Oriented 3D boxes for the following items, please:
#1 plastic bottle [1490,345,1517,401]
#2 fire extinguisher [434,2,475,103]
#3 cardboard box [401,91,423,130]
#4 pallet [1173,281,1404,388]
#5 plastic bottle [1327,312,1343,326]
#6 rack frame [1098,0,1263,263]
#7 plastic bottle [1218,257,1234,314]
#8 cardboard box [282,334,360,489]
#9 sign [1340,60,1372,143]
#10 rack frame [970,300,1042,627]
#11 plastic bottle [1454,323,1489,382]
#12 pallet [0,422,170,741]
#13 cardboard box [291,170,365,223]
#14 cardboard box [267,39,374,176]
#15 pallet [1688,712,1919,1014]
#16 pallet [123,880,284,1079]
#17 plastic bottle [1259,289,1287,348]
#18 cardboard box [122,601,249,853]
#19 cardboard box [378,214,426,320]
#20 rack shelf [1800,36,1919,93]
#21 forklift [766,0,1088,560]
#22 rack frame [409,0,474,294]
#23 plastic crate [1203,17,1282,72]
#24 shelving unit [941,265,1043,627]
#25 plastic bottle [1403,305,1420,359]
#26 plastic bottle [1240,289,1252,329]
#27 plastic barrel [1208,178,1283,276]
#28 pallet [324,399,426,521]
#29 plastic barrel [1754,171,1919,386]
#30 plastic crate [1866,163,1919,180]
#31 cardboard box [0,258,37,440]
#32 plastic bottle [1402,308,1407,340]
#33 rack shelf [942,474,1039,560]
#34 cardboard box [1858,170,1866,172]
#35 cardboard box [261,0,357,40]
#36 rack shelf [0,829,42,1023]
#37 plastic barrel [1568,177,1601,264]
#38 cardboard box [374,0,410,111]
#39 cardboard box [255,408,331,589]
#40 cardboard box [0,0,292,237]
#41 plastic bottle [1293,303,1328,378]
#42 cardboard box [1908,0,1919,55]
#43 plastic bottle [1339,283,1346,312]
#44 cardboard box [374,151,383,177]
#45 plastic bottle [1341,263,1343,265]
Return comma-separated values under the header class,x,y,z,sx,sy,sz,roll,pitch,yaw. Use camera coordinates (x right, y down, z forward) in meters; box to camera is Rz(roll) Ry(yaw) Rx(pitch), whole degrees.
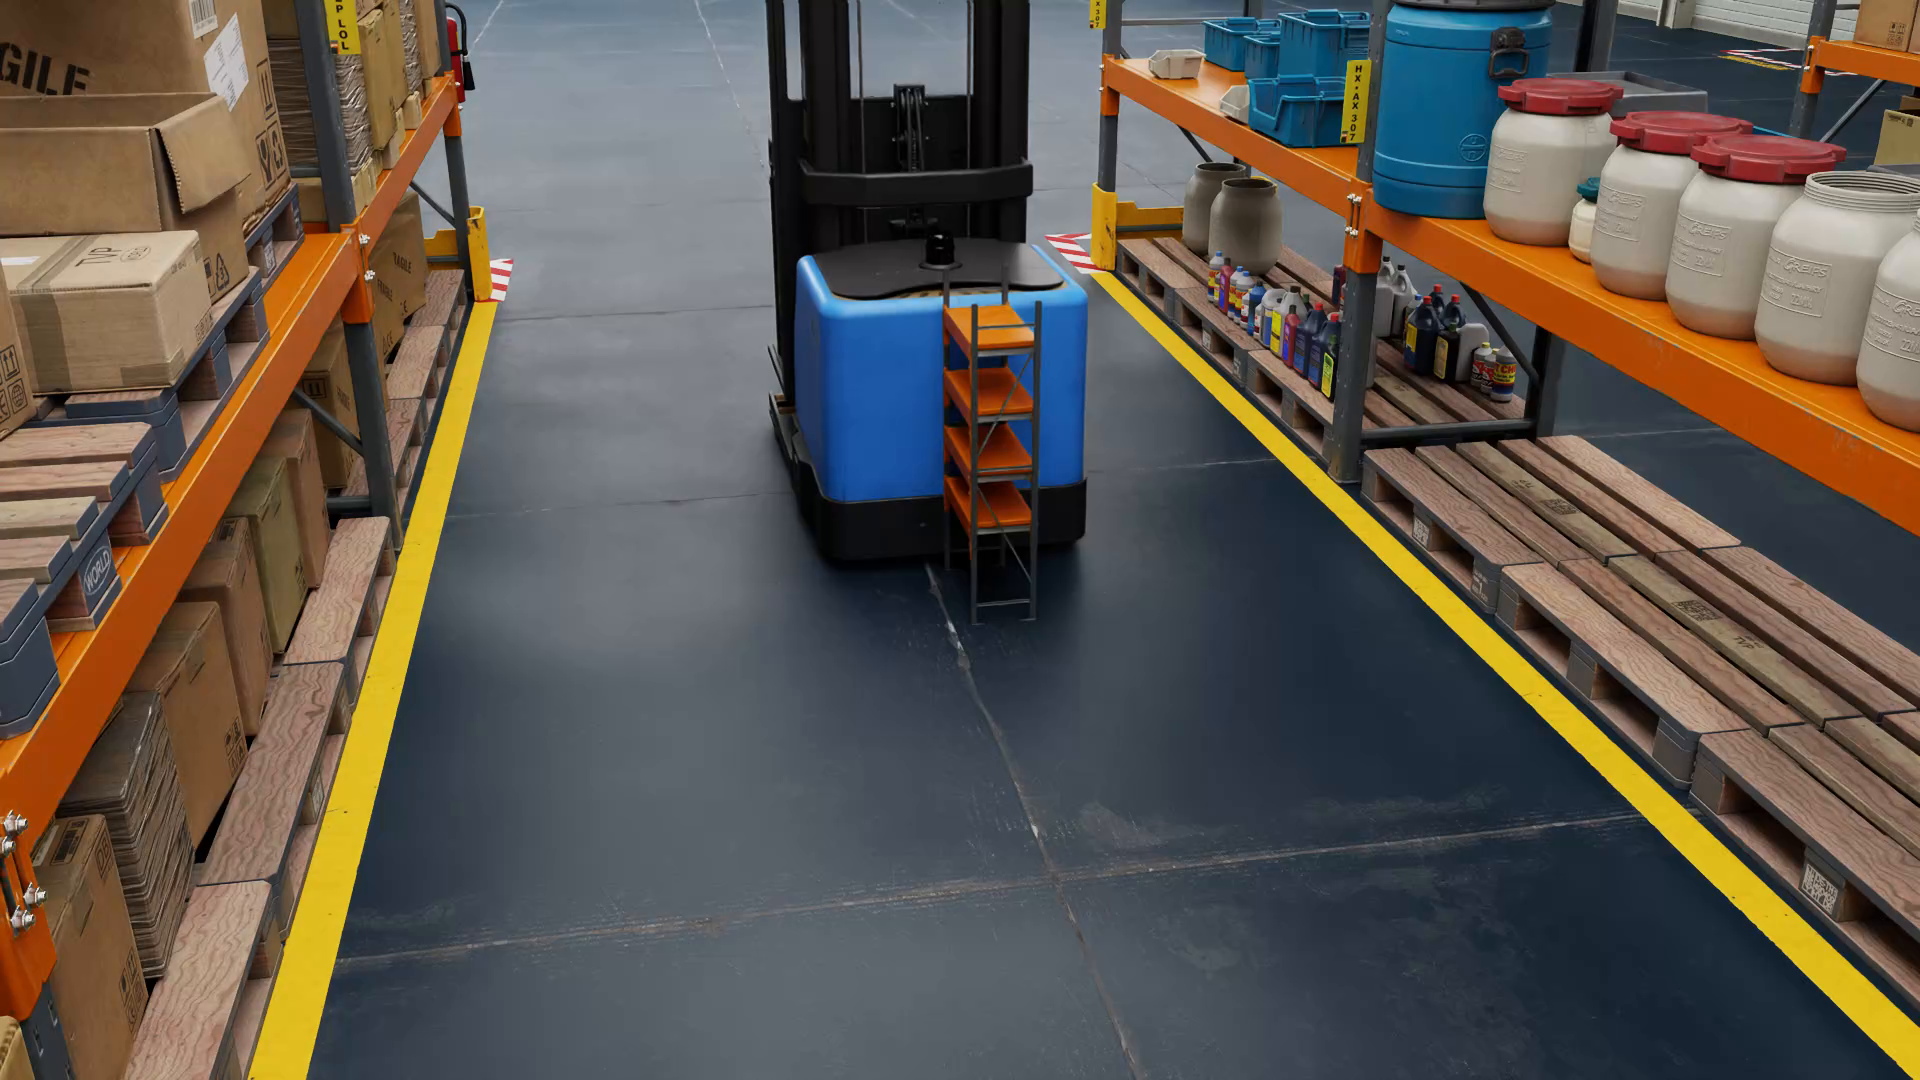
class,x,y,z,sx,sy,sz,roll,pitch,yaw
plastic bottle,2.509,-0.783,7.654,0.097,0.271,0.097,0,24,0
fire extinguisher,-3.039,-2.924,9.795,0.296,0.674,0.183,-4,24,-10
cardboard box,-2.834,-2.087,8.094,0.380,0.149,0.250,-4,24,-10
pallet,1.825,-1.144,9.106,1.003,0.211,1.213,-4,24,-10
plastic bottle,1.840,-0.956,8.044,0.152,0.276,0.135,-4,24,-10
rack frame,1.397,-3.247,10.437,1.000,3.000,0.127,-4,24,-10
plastic bottle,1.450,-1.377,9.000,0.061,0.283,0.133,-4,24,-9
cardboard box,-2.765,-0.515,6.779,0.500,0.500,0.500,-5,24,-11
sign,1.594,-1.764,6.696,0.100,0.325,0.005,-4,24,-10
rack frame,0.157,-0.247,5.815,0.240,1.200,0.015,-5,24,-11
plastic bottle,2.422,-0.910,7.940,0.152,0.276,0.135,-3,24,-8
pallet,-2.227,0.081,3.055,1.213,0.211,1.003,-4,24,-10
cardboard box,-2.475,-1.299,6.291,0.380,0.149,0.250,-4,24,-10
cardboard box,-2.753,-1.671,6.332,0.875,0.500,0.500,-4,24,-10
pallet,2.772,0.870,4.495,1.003,0.211,1.213,-4,24,-10
pallet,-2.134,1.236,3.655,1.003,0.211,1.213,-4,24,-10
plastic bottle,1.613,-1.126,8.434,0.152,0.276,0.135,-4,24,-9
cardboard box,-2.361,0.508,4.412,0.700,0.500,0.500,-2,24,-5
cardboard box,-3.227,-1.448,8.917,0.500,0.500,0.500,2,24,4
rack shelf,6.636,-2.496,9.616,1.077,0.370,4.000,-4,24,-10
forklift,-0.303,-1.827,7.270,1.130,2.935,3.031,-5,24,-11
rack frame,-3.470,-2.881,9.598,1.000,3.000,0.127,-4,24,-10
plastic crate,1.784,-3.004,10.067,0.499,0.251,0.616,-4,24,-10
shelving unit,0.107,-0.342,6.034,0.258,1.200,0.503,-5,24,-11
plastic bottle,2.250,-1.022,8.200,0.097,0.271,0.097,0,24,0
plastic bottle,1.527,-1.217,8.736,0.097,0.201,0.097,0,24,0
plastic barrel,1.687,-1.849,9.820,0.421,0.512,0.421,0,24,0
pallet,-2.889,-0.291,7.153,1.003,0.211,1.213,-4,24,-10
plastic barrel,2.399,-0.706,4.480,0.421,0.512,0.421,0,24,0
plastic crate,2.879,-0.788,4.727,0.402,0.464,0.583,-4,24,-10
cardboard box,-2.332,-0.394,3.255,0.700,0.500,0.500,-1,24,-2
plastic bottle,2.331,-1.129,8.533,0.097,0.201,0.097,0,24,0
rack shelf,0.107,-0.099,6.141,0.258,0.148,0.480,-5,24,-11
cardboard box,6.146,-2.317,11.219,0.500,0.250,0.500,-4,24,-10
cardboard box,-2.564,-2.144,6.164,0.500,0.500,0.500,-4,24,-10
rack shelf,-1.621,1.382,0.736,1.077,0.370,4.000,-4,24,-10
plastic barrel,2.231,-1.079,5.645,0.301,0.262,0.301,0,24,0
cardboard box,-3.054,-2.259,7.679,0.875,0.500,0.500,-4,24,-10
cardboard box,-2.638,-0.120,5.851,0.700,0.500,0.500,-6,24,-14
cardboard box,-2.721,-1.452,5.052,1.000,1.000,1.000,-4,24,-9
plastic bottle,1.699,-0.969,7.981,0.144,0.351,0.185,-6,24,-12
cardboard box,6.442,-3.267,10.359,0.700,0.500,0.500,-4,24,-8
plastic bottle,2.094,-1.304,8.935,0.097,0.201,0.097,0,24,0
cardboard box,-2.637,-1.592,6.962,0.380,0.149,0.250,-4,24,-10
plastic bottle,2.168,-1.477,9.330,0.097,0.201,0.097,0,24,0
